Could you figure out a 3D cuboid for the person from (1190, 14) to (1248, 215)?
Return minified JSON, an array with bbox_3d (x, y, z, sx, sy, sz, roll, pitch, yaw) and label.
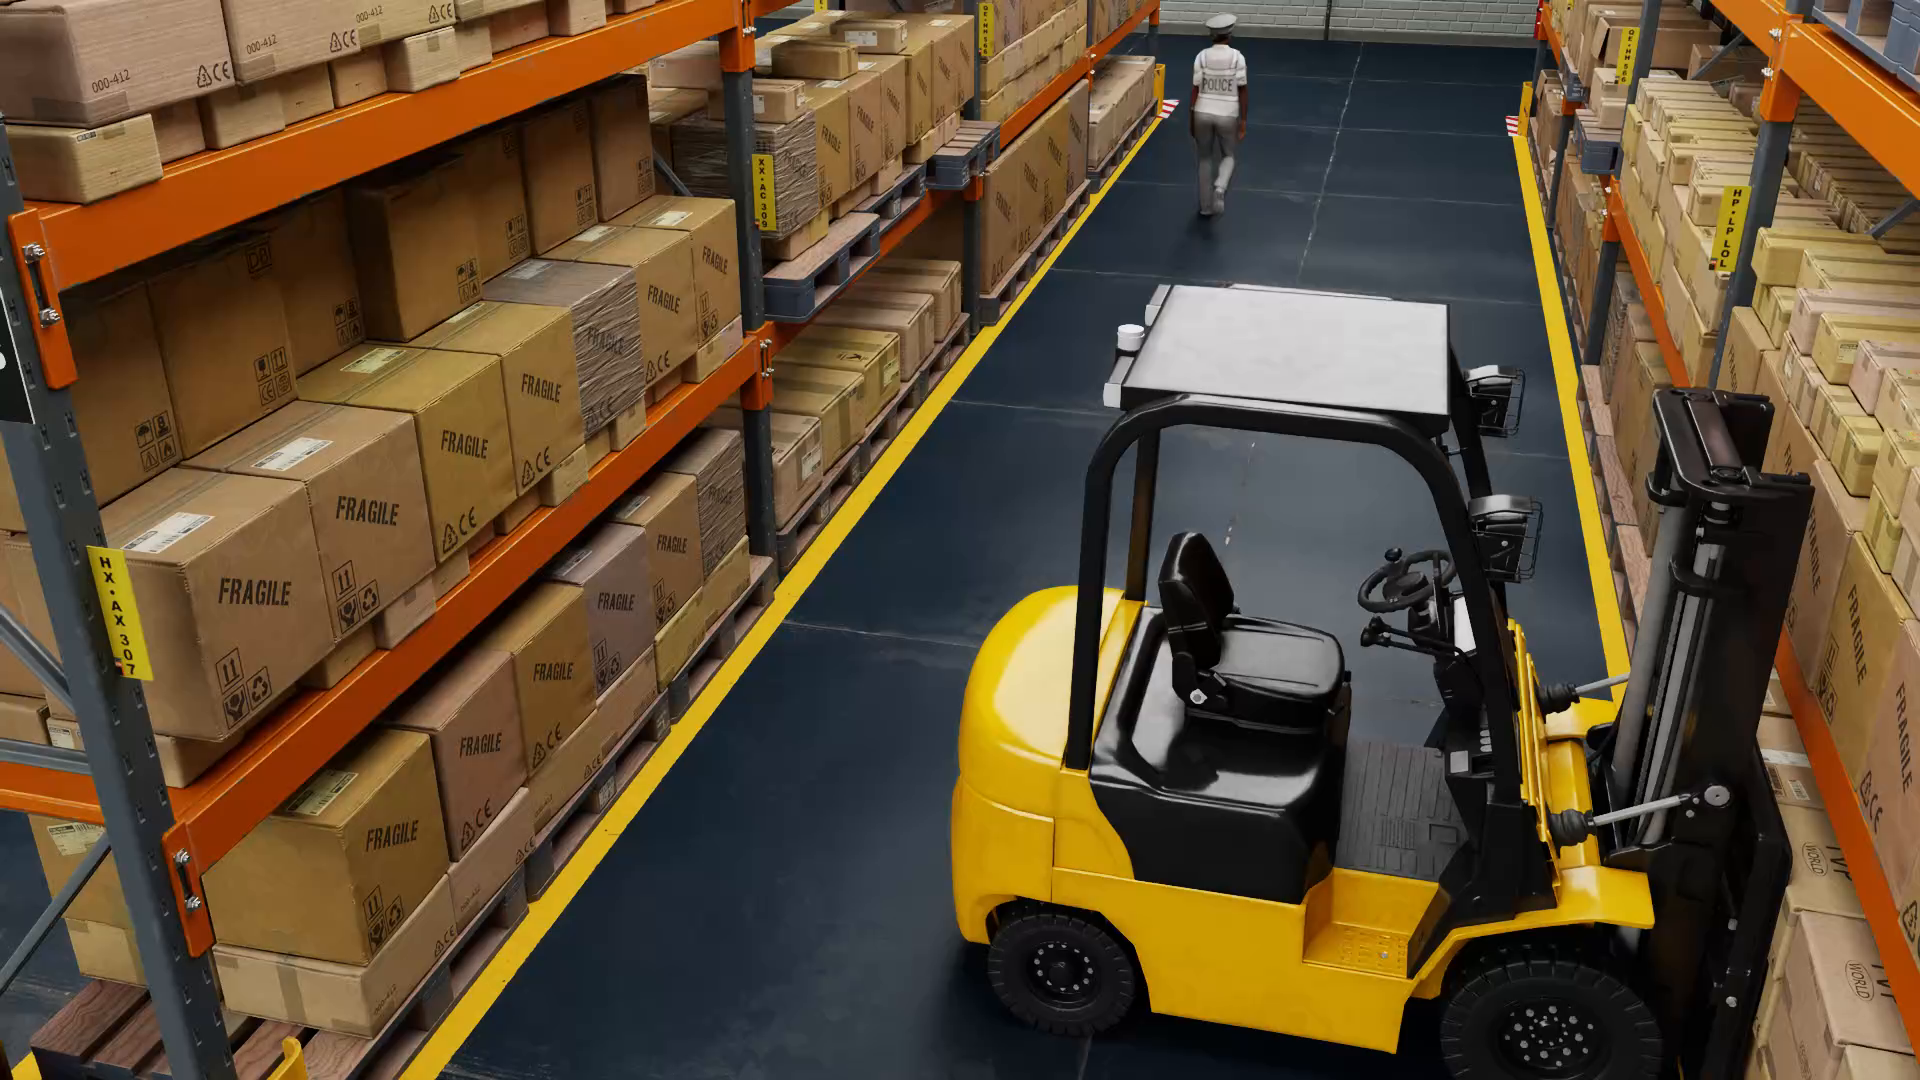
[{"bbox_3d":[2.173,-3.545,14.006,0.480,1.657,0.553,5,26,10],"label":"person"}]
